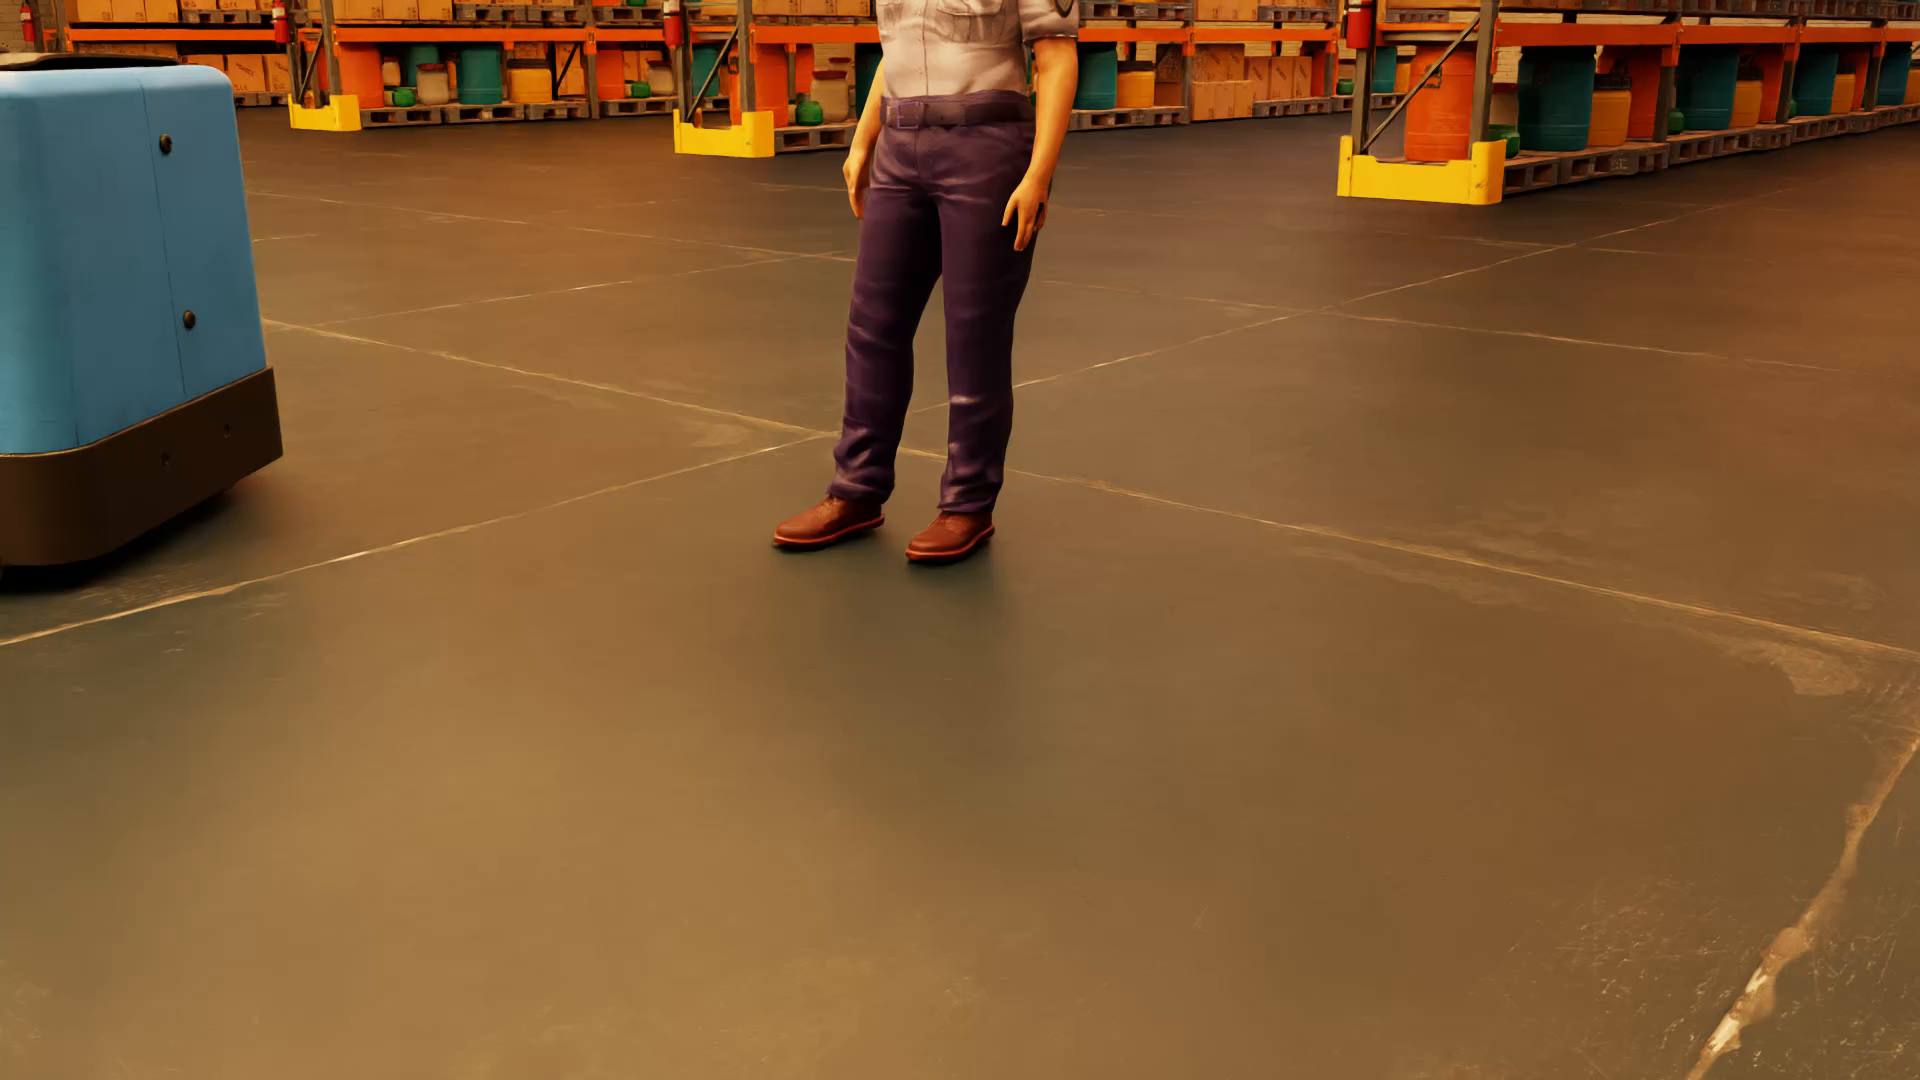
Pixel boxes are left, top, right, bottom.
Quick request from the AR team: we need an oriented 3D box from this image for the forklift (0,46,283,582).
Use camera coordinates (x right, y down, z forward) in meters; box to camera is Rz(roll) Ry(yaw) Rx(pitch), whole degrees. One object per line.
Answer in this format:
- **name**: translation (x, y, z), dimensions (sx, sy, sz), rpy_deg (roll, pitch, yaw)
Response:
- **forklift**: translation (-3.335, -1.449, 3.669), dimensions (3.031, 2.935, 1.130), rpy_deg (1, 17, 2)

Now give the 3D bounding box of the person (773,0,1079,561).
- **person**: translation (-0.075, -0.781, 3.648), dimensions (0.598, 1.651, 0.503), rpy_deg (13, 21, 37)
